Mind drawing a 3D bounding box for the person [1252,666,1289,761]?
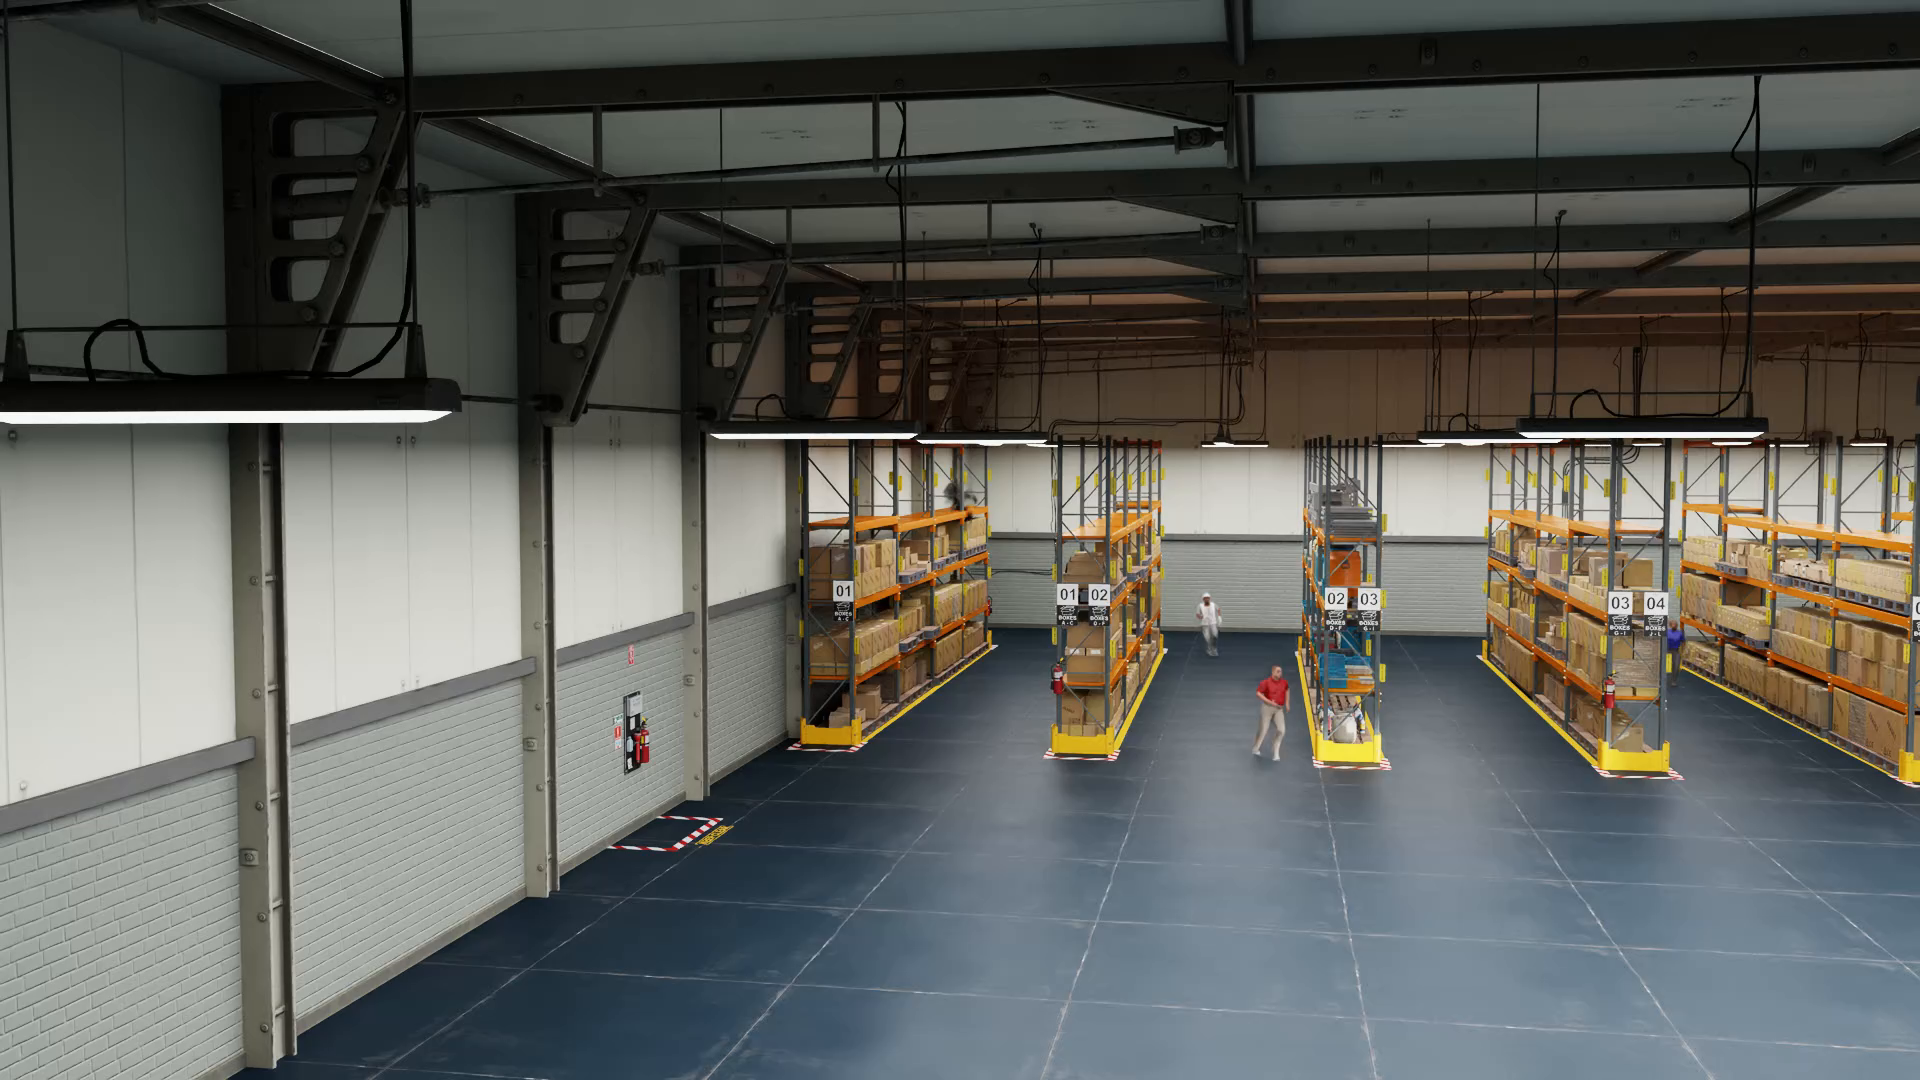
[{"bbox_3d":[5.830,3.223,30.898,0.715,1.797,0.707,-1,3,-13],"label":"person"}]

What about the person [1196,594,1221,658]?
[{"bbox_3d":[6.881,2.367,46.014,0.702,1.770,0.643,0,3,6],"label":"person"}]

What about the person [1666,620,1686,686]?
[{"bbox_3d":[17.304,2.747,40.328,0.589,1.599,0.551,1,3,11],"label":"person"}]
